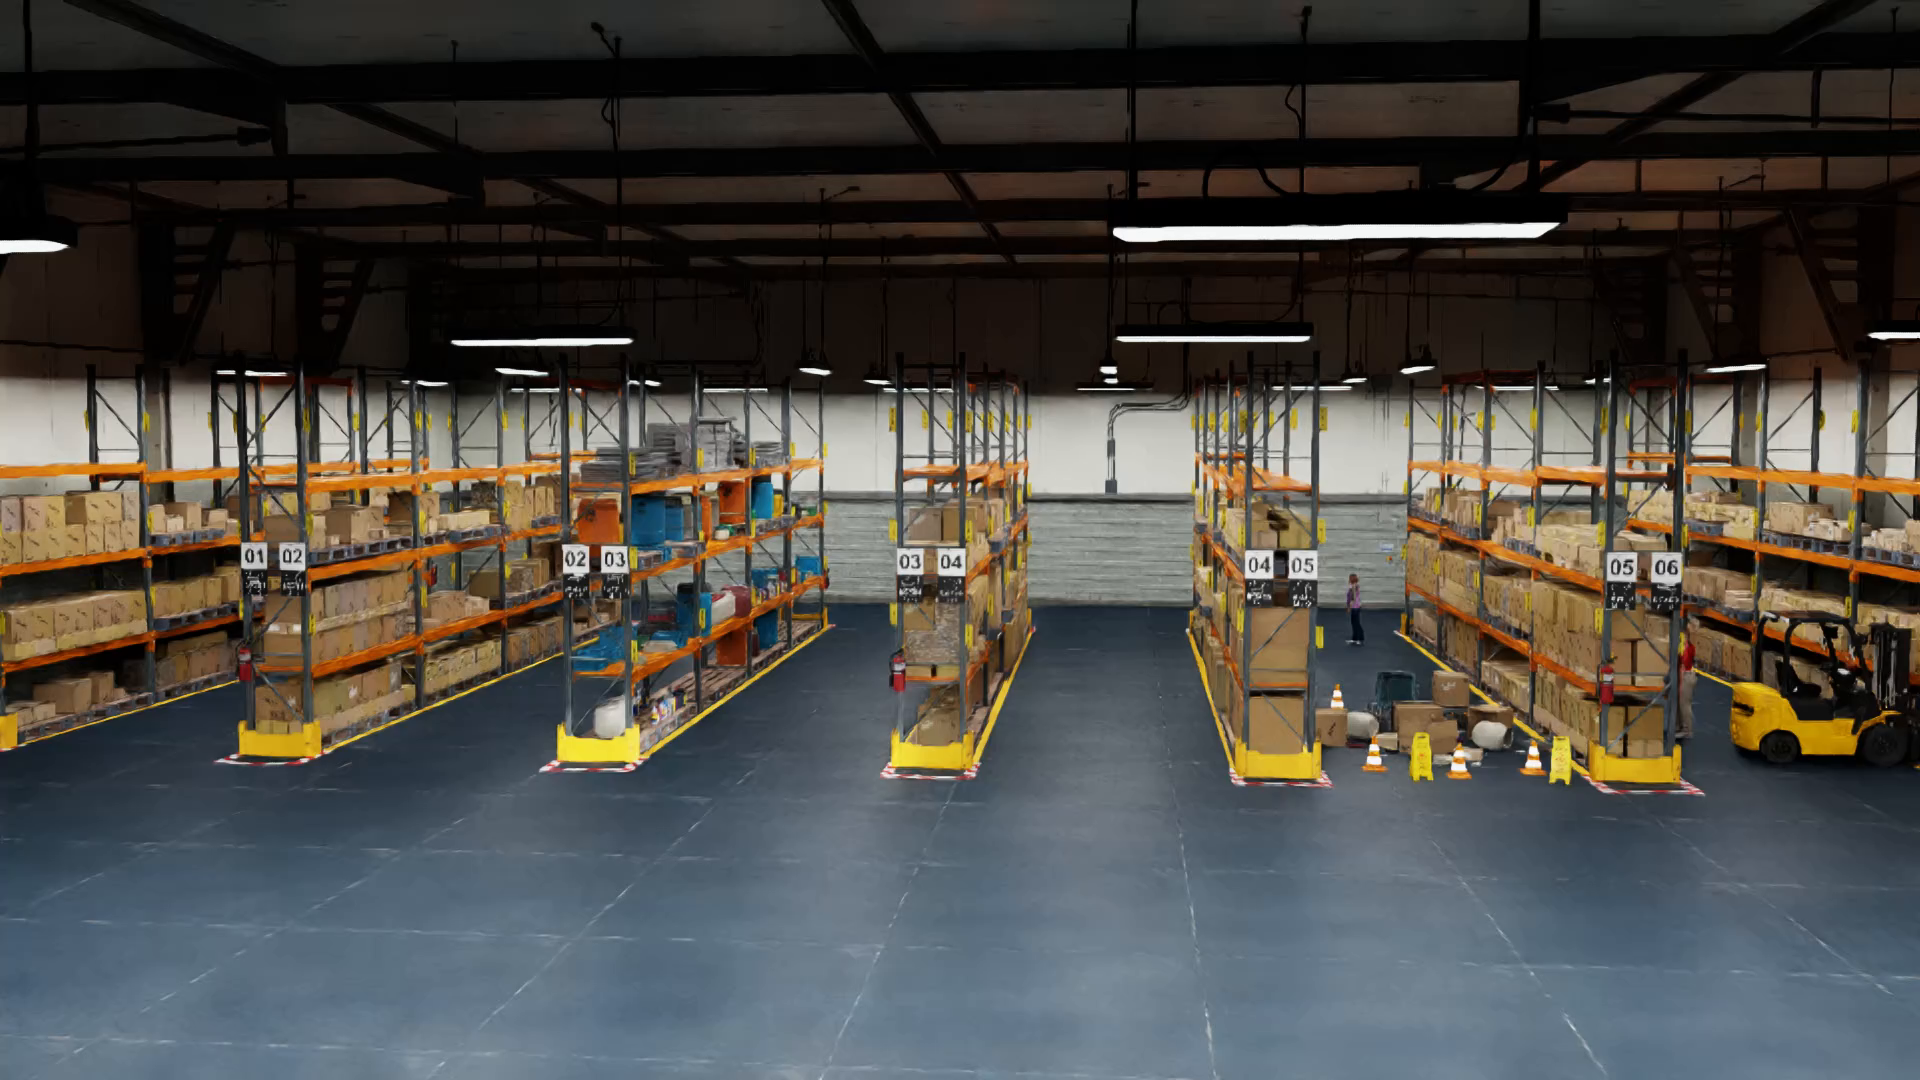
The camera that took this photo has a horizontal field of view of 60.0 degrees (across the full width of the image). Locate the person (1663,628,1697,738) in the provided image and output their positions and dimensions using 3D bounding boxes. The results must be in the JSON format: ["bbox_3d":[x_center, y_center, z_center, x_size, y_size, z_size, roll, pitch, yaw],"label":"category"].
[{"bbox_3d":[11.442,2.252,26.424,0.497,1.731,0.588,3,5,36],"label":"person"}]

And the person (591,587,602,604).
[{"bbox_3d":[-9.453,1.046,43.781,0.521,1.672,0.687,3,5,38],"label":"person"}]

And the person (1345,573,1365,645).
[{"bbox_3d":[8.894,1.550,37.393,0.432,1.617,0.440,1,4,15],"label":"person"}]
